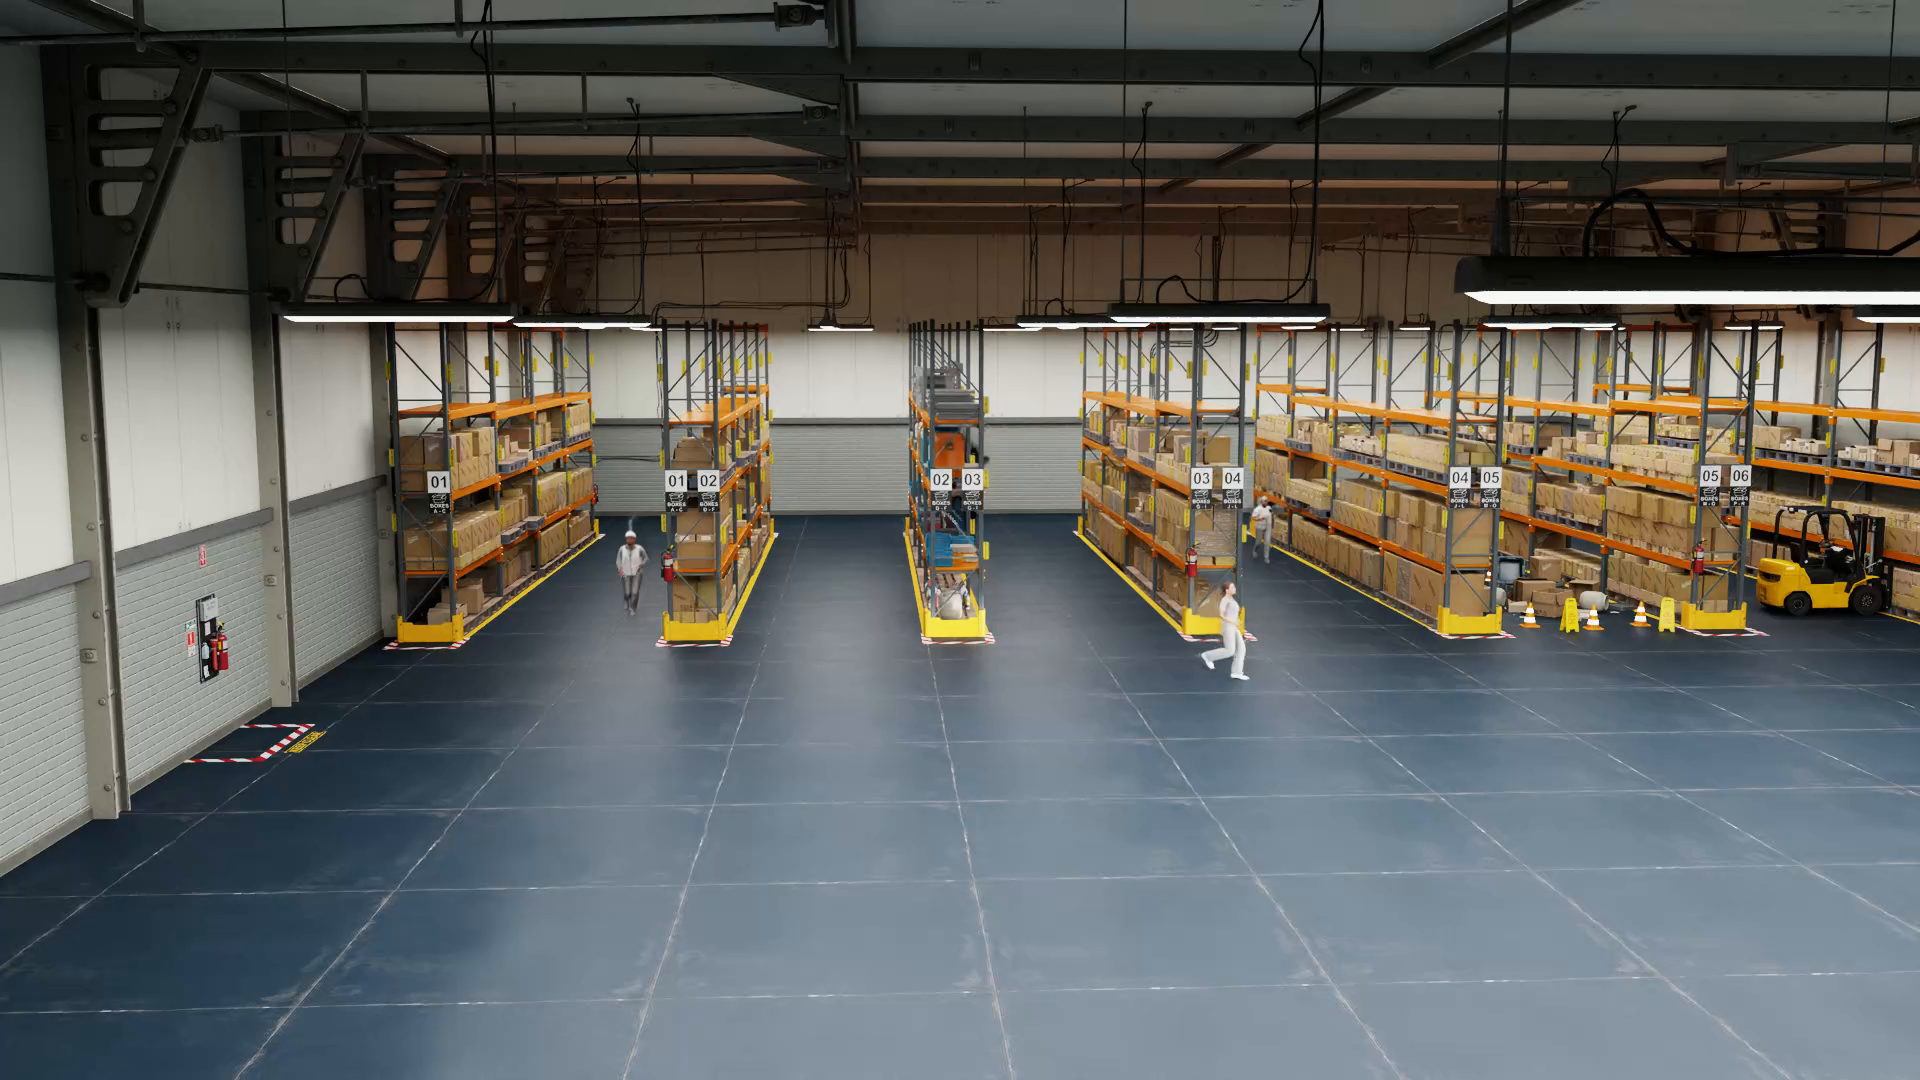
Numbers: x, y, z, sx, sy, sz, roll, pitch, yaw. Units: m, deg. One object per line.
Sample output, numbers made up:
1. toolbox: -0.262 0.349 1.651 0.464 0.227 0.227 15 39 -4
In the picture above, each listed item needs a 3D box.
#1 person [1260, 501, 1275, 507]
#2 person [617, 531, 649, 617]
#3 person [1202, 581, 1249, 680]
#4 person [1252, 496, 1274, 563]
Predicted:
1. person: 9.088 -1.141 49.276 0.553 1.555 0.676 5 9 36
2. person: -6.681 0.685 33.925 0.648 1.746 0.627 -1 7 -6
3. person: 4.461 1.498 27.786 0.809 1.652 0.576 4 8 27
4. person: 7.630 -0.282 41.886 0.628 1.653 0.874 -1 7 -8
